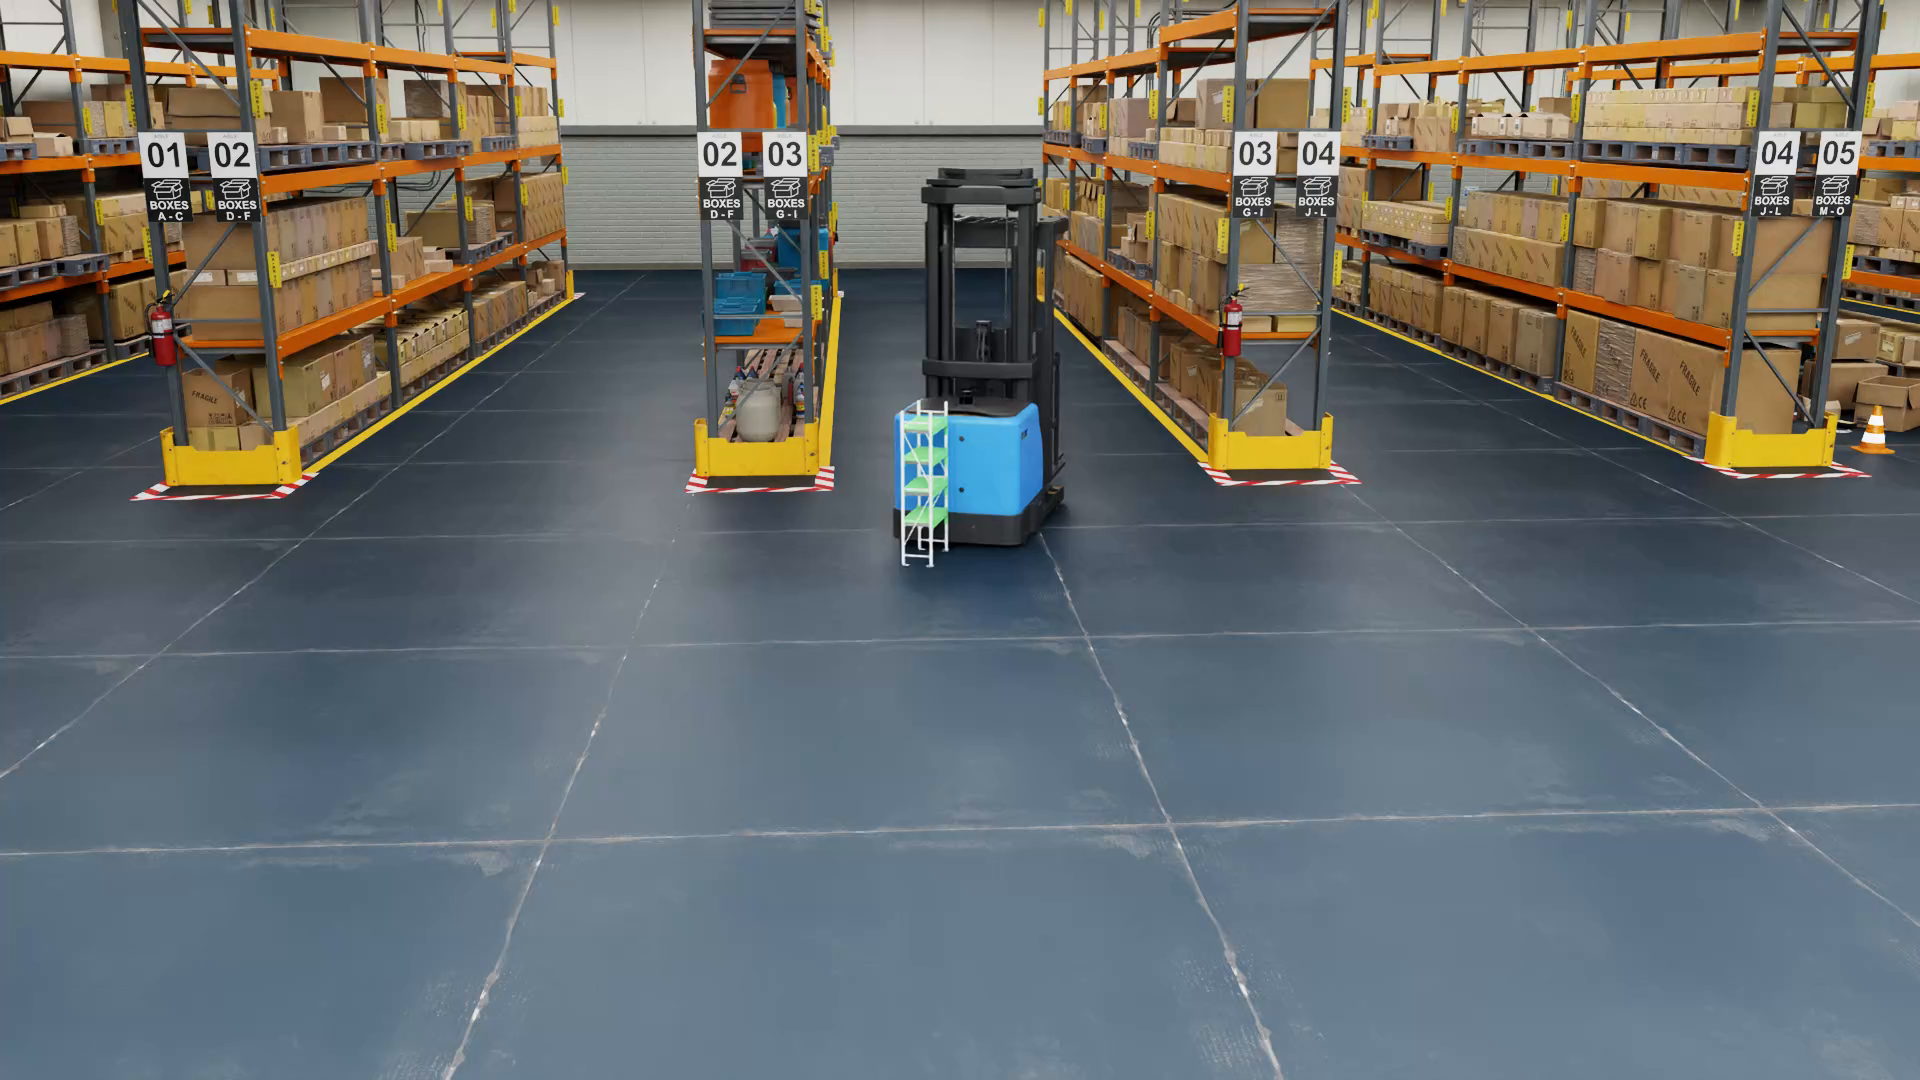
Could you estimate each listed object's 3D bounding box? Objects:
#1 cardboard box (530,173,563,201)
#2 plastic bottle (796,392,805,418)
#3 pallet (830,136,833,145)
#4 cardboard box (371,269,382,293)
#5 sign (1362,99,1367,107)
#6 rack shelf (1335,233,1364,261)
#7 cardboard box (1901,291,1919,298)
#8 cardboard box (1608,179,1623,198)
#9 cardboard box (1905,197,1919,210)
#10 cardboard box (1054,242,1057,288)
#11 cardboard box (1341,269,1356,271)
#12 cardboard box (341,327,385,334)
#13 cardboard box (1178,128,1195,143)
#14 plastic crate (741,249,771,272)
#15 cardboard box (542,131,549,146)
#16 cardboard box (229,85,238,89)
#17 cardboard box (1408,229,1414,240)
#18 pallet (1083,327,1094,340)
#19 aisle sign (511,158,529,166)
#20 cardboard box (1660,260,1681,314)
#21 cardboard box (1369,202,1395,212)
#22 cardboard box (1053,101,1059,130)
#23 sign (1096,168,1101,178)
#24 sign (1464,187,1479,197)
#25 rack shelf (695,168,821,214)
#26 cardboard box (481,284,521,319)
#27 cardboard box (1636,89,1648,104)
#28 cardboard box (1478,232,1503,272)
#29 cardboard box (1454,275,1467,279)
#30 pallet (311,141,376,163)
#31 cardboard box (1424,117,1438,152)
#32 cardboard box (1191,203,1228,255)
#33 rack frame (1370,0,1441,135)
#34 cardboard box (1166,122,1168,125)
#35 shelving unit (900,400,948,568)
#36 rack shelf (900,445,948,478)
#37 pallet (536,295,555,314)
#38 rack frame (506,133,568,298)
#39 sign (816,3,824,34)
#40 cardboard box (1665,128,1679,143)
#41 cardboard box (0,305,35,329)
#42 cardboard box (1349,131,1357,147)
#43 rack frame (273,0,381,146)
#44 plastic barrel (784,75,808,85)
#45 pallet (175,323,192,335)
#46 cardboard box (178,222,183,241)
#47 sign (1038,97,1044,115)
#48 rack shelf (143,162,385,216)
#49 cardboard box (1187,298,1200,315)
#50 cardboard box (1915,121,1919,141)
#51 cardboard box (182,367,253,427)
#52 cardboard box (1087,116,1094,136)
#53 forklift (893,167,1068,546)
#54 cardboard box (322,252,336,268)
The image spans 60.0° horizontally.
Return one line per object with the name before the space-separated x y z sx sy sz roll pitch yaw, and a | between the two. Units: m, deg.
cardboard box | -7.531 -6.421 30.256 0.500 0.500 0.500 -1 14 -4
plastic bottle | -1.699 -1.439 17.691 0.097 0.271 0.097 0 14 0
pallet | -2.422 -5.961 25.036 1.003 0.211 1.213 -1 14 -3
cardboard box | -7.164 -3.060 19.700 0.500 0.250 0.500 0 14 0
sign | 7.566 -8.084 31.127 0.100 0.325 0.005 -1 14 -3
rack shelf | 7.135 -5.353 29.754 1.077 0.370 4.000 -1 14 -3
cardboard box | 16.819 -4.339 29.251 0.380 0.149 0.250 -1 14 -5
cardboard box | 11.824 -6.204 29.411 0.500 0.500 0.500 -1 14 -3
cardboard box | 12.379 -4.308 21.308 0.380 0.149 0.250 -1 14 -5
cardboard box | 2.174 -5.163 30.996 0.875 0.875 0.875 -1 14 -3
cardboard box | 6.823 -4.722 29.544 0.380 0.149 0.250 -1 14 -5
cardboard box | -7.468 -2.504 20.787 0.500 0.311 0.500 -1 14 -4
cardboard box | 2.578 -4.389 18.047 0.380 0.149 0.250 -1 14 -4
plastic crate | -2.481 -3.233 19.943 0.402 0.464 0.583 -1 14 -3
cardboard box | -7.474 -7.003 29.004 0.500 0.250 0.500 -1 14 -3
cardboard box | -12.368 -7.350 27.806 0.500 0.500 0.500 -1 14 -3
cardboard box | 6.975 -4.594 25.023 0.380 0.149 0.250 -1 14 -4
pallet | 2.504 -3.307 25.955 1.003 0.211 1.213 -1 14 -3
aisle sign | -8.131 -7.266 30.531 0.394 0.787 0.004 -1 14 -3
cardboard box | 7.969 -2.661 17.548 0.875 0.550 0.550 -1 14 -3
cardboard box | 6.847 -5.399 26.958 0.380 0.149 0.250 0 14 -2
cardboard box | 2.054 -7.630 29.896 0.700 0.500 0.500 -1 14 -5
sign | 2.597 -6.827 31.243 0.100 0.325 0.005 -1 14 -3
sign | 11.521 -7.847 37.464 0.327 0.218 0.001 -1 14 -3
rack shelf | -2.022 -3.693 17.284 1.077 0.370 4.000 -1 14 -3
cardboard box | -7.247 -3.761 26.259 0.500 0.500 0.500 -1 14 -3
cardboard box | 7.518 -4.771 17.889 0.380 0.149 0.250 -1 14 -4
cardboard box | 7.330 -3.890 22.423 0.500 0.500 0.500 -1 14 -3
cardboard box | 7.674 -3.866 25.202 0.500 0.250 0.500 -1 14 -4
pallet | -7.011 -4.209 18.022 1.003 0.211 1.213 -1 14 -3
cardboard box | 7.174 -5.972 24.498 0.500 0.500 0.500 -1 14 -3
cardboard box | 2.700 -3.226 17.241 0.500 0.500 0.500 -1 14 -3
rack frame | 7.259 -8.109 26.983 1.000 3.000 0.127 -1 14 -3
cardboard box | 2.640 -4.986 20.292 0.396 0.266 0.258 0 14 -1
shelving unit | -0.271 -0.437 12.818 0.258 1.200 0.503 3 15 13
rack shelf | -0.271 -0.608 12.774 0.258 0.148 0.480 3 15 13
pallet | -7.706 -4.125 29.134 1.003 0.211 1.213 -1 14 -3
rack frame | -7.833 -5.995 30.807 1.000 3.000 0.127 -1 14 -3
sign | -1.596 -5.896 18.802 0.100 0.325 0.005 -1 14 -3
cardboard box | 7.565 -4.195 17.254 0.380 0.149 0.250 -1 14 -3
cardboard box | -12.175 -2.845 21.192 0.500 0.250 0.500 -1 14 -4
cardboard box | 6.939 -6.826 28.317 0.500 0.250 0.500 -1 14 -4
rack frame | -7.090 -5.916 18.460 1.000 3.000 0.127 -1 14 -3
plastic barrel | -2.383 -6.552 25.105 0.600 0.901 0.708 -1 14 -3
pallet | -12.406 -3.382 26.246 1.003 0.211 1.213 -1 14 -3
cardboard box | -12.208 -4.887 25.664 0.500 0.500 0.500 -1 14 -3
sign | 1.500 -8.054 30.877 0.100 0.325 0.005 -1 14 -3
rack shelf | -6.966 -3.617 16.990 1.077 0.370 4.000 -1 14 -3
cardboard box | 2.624 -2.485 17.670 0.380 0.149 0.250 -1 14 -3
cardboard box | 12.482 -5.168 21.031 0.500 0.250 0.500 -1 14 -3
cardboard box | -7.172 -1.379 16.039 0.500 0.500 0.500 -1 14 -3
cardboard box | 2.280 -6.491 26.050 0.500 0.311 0.500 -1 14 -5
forklift | 0.304 -1.697 14.241 1.130 2.935 3.031 3 15 13
cardboard box | -6.763 -2.927 17.380 0.380 0.149 0.250 0 14 -2
